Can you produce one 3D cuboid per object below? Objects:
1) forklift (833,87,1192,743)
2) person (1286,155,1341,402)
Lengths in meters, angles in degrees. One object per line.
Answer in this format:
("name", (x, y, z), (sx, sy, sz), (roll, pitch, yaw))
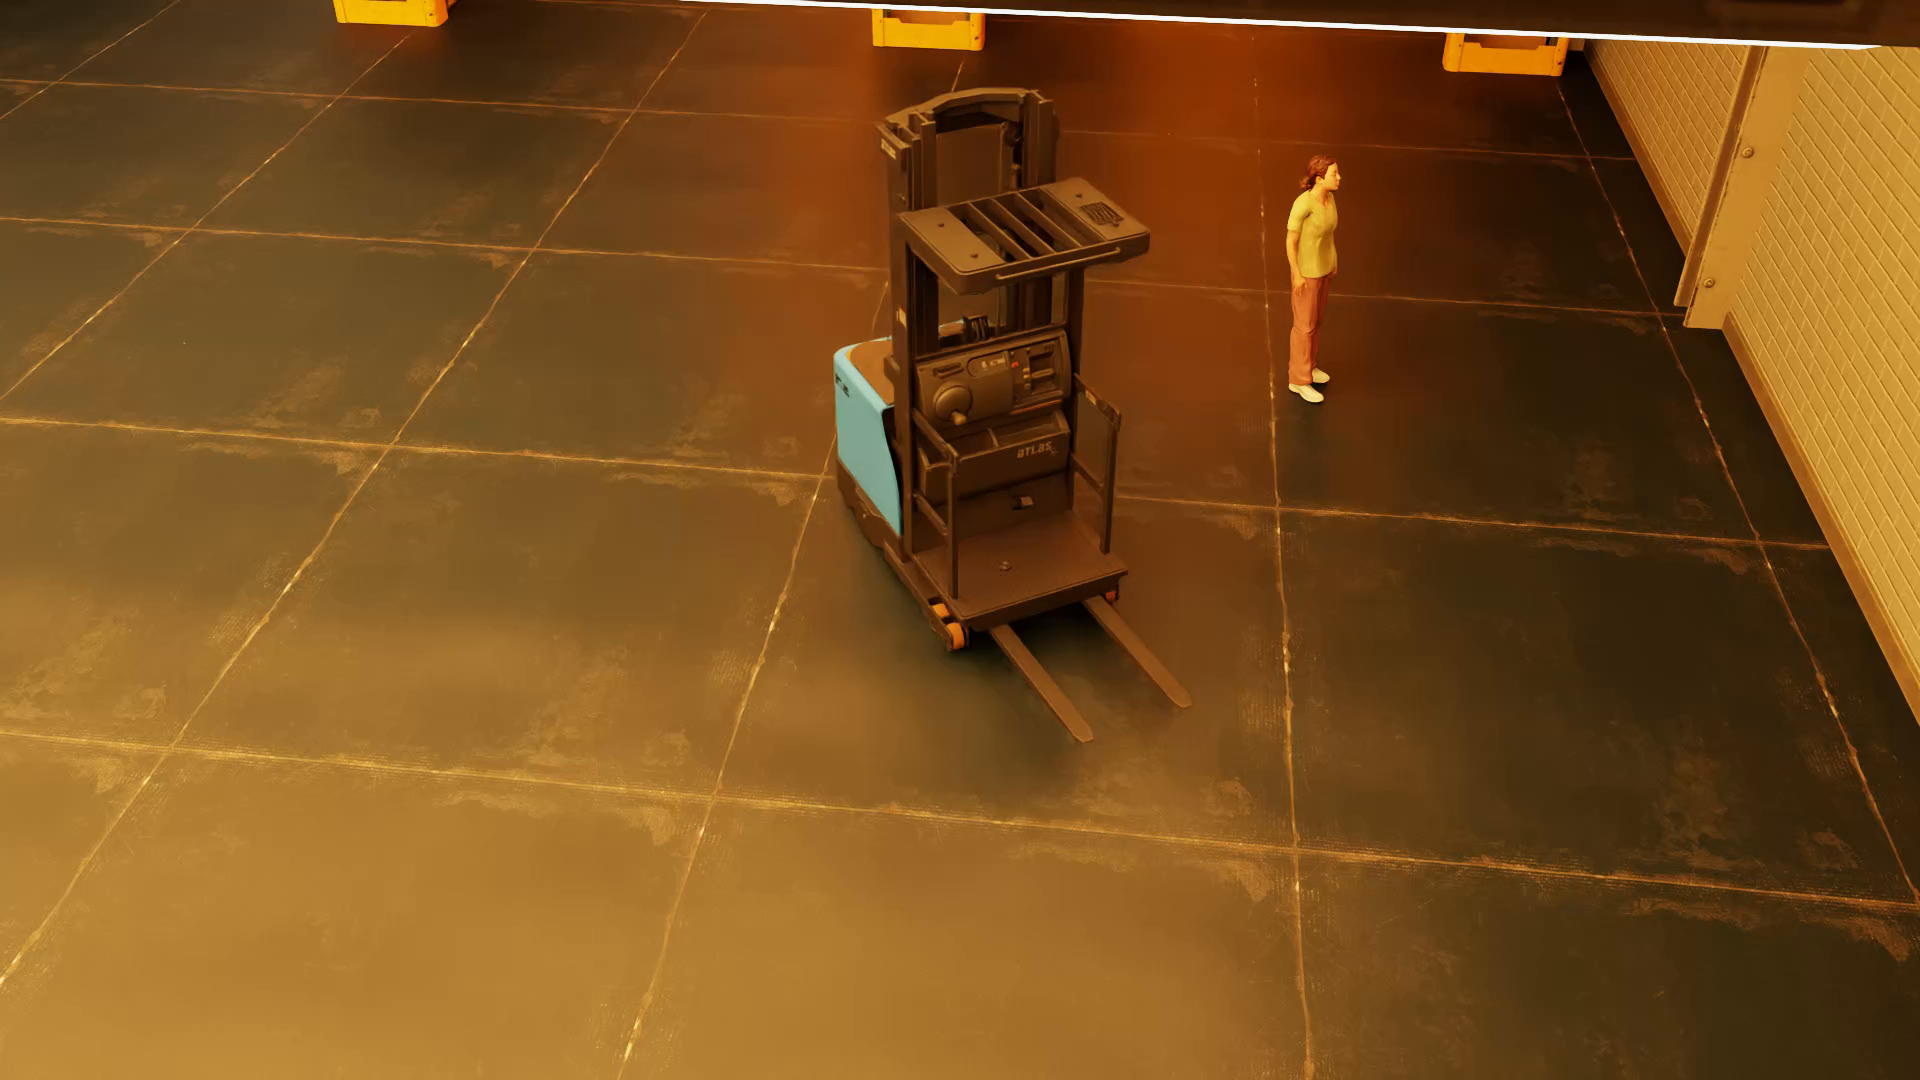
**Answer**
("forklift", (0.291, -0.837, 9.165), (1.130, 2.935, 3.031), (-16, 39, -20))
("person", (2.517, -1.848, 11.583), (0.549, 1.674, 0.552), (27, 44, 32))
